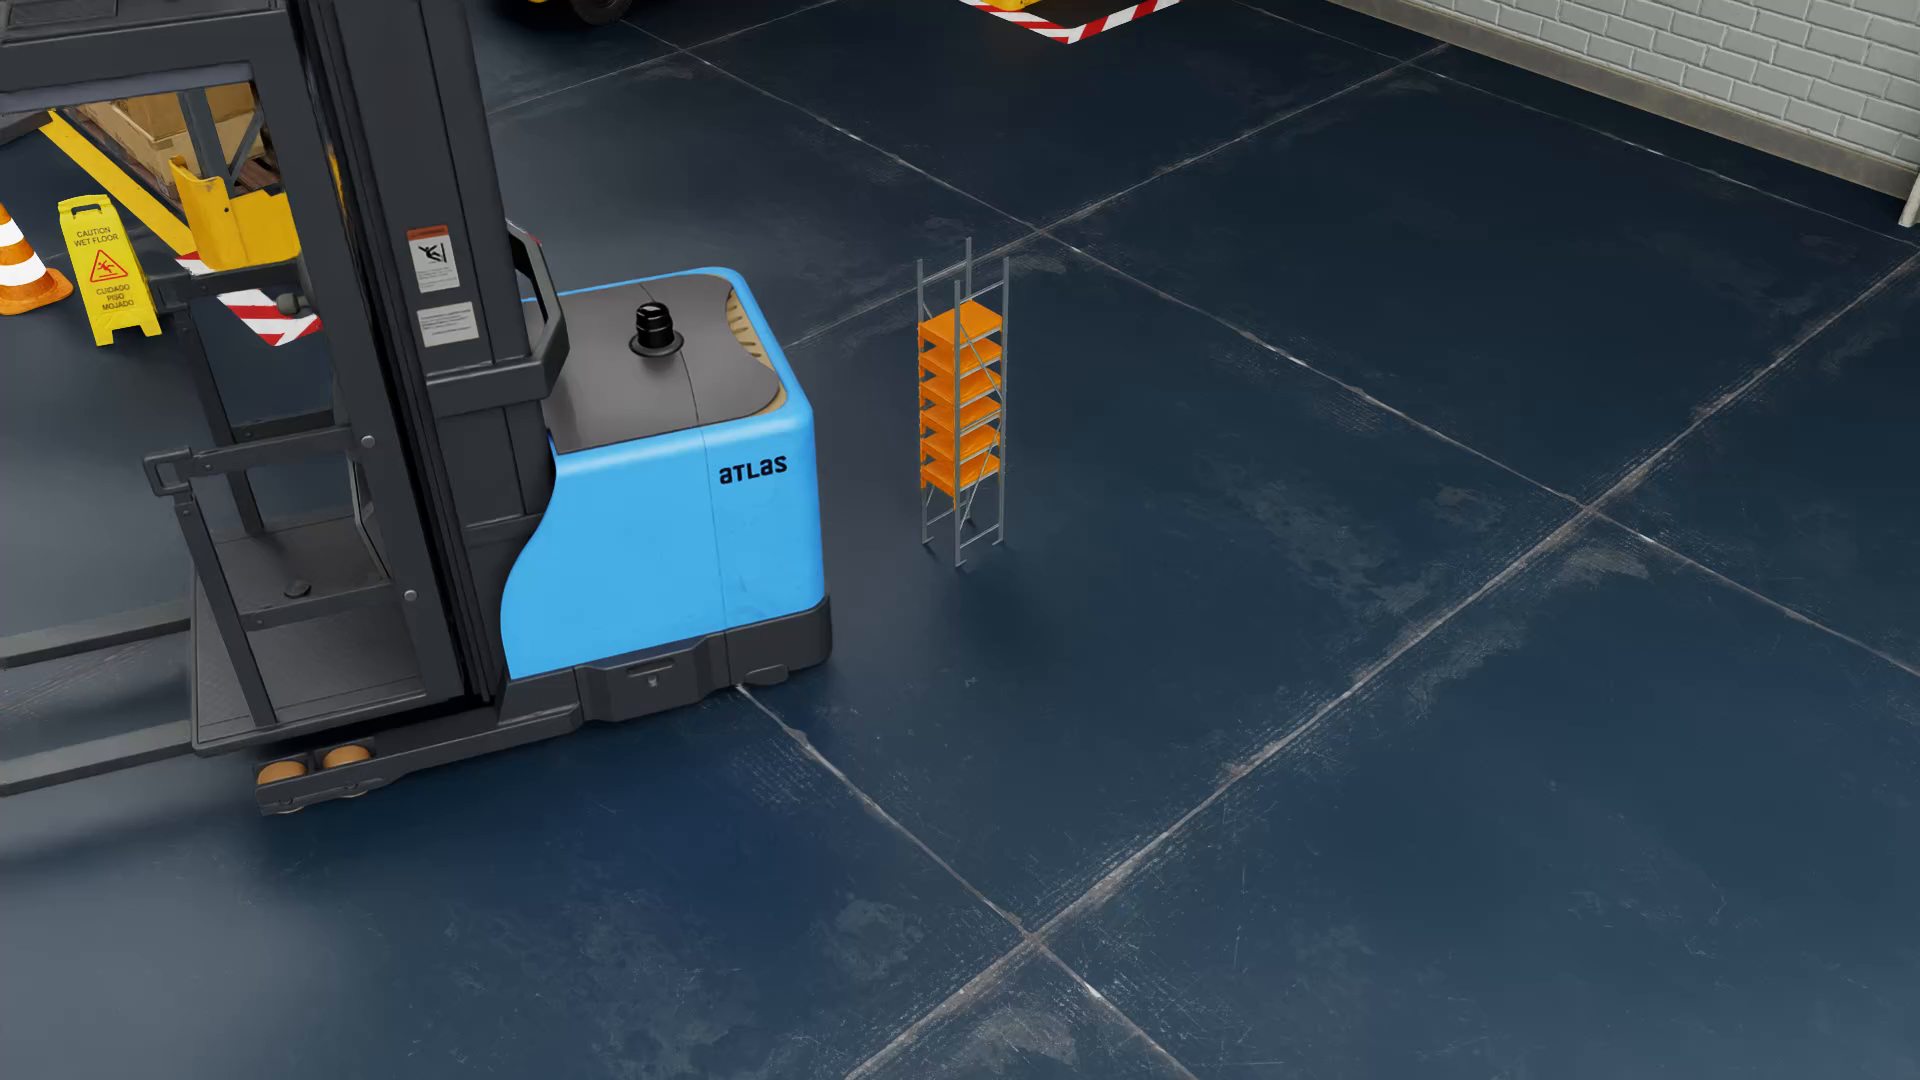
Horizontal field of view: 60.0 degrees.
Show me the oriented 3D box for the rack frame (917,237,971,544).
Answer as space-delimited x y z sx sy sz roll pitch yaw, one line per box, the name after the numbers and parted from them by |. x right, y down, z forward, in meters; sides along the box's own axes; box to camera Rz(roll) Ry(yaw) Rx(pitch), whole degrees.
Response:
-0.052 -0.502 5.917 0.240 1.200 0.006 -30 48 -32 | rack frame

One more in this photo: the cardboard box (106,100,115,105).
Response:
-4.137 -2.543 8.268 0.500 0.500 0.500 -28 47 -30 | cardboard box

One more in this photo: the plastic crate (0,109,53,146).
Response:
-5.295 -2.298 9.031 0.583 0.080 0.402 18 42 21 | plastic crate

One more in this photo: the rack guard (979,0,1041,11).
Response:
0.622 -3.785 10.538 1.175 0.500 0.348 -30 48 -32 | rack guard

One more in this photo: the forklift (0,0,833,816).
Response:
-2.008 -0.663 4.738 3.031 2.935 1.130 -13 41 -16 | forklift

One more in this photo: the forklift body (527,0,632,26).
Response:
-2.021 -4.540 10.160 2.313 2.155 1.214 -30 48 -32 | forklift body

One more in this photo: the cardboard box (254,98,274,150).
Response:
-3.390 -2.242 8.492 0.500 0.250 0.500 -30 48 -32 | cardboard box

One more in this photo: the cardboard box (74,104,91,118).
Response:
-4.495 -2.494 8.804 0.500 0.250 0.500 -32 49 -33 | cardboard box

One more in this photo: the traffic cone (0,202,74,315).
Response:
-4.289 -1.321 7.517 0.336 0.463 0.334 -30 48 -32 | traffic cone

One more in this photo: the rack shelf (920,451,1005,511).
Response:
0.010 -0.239 6.043 0.258 0.103 0.180 -30 48 -32 | rack shelf

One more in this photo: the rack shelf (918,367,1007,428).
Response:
0.010 -0.519 5.817 0.258 0.103 0.180 -30 48 -32 | rack shelf

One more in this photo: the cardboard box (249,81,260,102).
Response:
-3.406 -2.544 8.270 0.500 0.500 0.500 -32 49 -33 | cardboard box

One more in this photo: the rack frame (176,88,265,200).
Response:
-3.048 -2.657 7.153 1.000 3.000 0.127 -30 48 -32 | rack frame

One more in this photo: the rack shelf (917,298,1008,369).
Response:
0.010 -0.706 5.666 0.258 0.103 0.180 -30 48 -32 | rack shelf

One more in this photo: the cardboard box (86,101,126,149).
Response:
-4.137 -2.254 8.507 0.500 0.250 0.500 -30 48 -32 | cardboard box

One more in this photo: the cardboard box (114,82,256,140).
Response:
-3.782 -2.303 7.971 0.500 0.500 0.500 -30 47 -31 | cardboard box

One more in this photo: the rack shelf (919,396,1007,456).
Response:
0.010 -0.426 5.893 0.258 0.103 0.180 -30 48 -32 | rack shelf

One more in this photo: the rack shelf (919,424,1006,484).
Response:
0.010 -0.332 5.968 0.258 0.103 0.180 -30 48 -32 | rack shelf

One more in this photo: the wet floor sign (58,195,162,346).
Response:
-3.708 -1.199 7.221 0.267 0.644 0.232 -15 41 -17 | wet floor sign

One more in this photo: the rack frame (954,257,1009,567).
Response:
0.072 -0.418 5.812 0.240 1.200 0.006 -30 48 -32 | rack frame

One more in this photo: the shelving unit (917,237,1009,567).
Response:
0.010 -0.460 5.865 0.258 1.200 0.189 -30 48 -32 | shelving unit

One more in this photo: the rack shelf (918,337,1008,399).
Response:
0.010 -0.612 5.742 0.258 0.103 0.180 -30 48 -32 | rack shelf

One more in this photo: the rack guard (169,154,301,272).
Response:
-3.099 -1.720 7.982 1.175 0.500 0.348 -30 48 -32 | rack guard

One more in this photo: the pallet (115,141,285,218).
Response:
-3.623 -1.999 8.557 1.003 0.211 1.213 -30 48 -32 | pallet

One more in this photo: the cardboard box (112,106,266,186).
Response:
-3.809 -2.022 8.220 0.500 0.250 0.500 -30 48 -32 | cardboard box

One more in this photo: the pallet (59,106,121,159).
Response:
-4.444 -2.563 9.255 1.003 0.211 1.213 -30 48 -32 | pallet
